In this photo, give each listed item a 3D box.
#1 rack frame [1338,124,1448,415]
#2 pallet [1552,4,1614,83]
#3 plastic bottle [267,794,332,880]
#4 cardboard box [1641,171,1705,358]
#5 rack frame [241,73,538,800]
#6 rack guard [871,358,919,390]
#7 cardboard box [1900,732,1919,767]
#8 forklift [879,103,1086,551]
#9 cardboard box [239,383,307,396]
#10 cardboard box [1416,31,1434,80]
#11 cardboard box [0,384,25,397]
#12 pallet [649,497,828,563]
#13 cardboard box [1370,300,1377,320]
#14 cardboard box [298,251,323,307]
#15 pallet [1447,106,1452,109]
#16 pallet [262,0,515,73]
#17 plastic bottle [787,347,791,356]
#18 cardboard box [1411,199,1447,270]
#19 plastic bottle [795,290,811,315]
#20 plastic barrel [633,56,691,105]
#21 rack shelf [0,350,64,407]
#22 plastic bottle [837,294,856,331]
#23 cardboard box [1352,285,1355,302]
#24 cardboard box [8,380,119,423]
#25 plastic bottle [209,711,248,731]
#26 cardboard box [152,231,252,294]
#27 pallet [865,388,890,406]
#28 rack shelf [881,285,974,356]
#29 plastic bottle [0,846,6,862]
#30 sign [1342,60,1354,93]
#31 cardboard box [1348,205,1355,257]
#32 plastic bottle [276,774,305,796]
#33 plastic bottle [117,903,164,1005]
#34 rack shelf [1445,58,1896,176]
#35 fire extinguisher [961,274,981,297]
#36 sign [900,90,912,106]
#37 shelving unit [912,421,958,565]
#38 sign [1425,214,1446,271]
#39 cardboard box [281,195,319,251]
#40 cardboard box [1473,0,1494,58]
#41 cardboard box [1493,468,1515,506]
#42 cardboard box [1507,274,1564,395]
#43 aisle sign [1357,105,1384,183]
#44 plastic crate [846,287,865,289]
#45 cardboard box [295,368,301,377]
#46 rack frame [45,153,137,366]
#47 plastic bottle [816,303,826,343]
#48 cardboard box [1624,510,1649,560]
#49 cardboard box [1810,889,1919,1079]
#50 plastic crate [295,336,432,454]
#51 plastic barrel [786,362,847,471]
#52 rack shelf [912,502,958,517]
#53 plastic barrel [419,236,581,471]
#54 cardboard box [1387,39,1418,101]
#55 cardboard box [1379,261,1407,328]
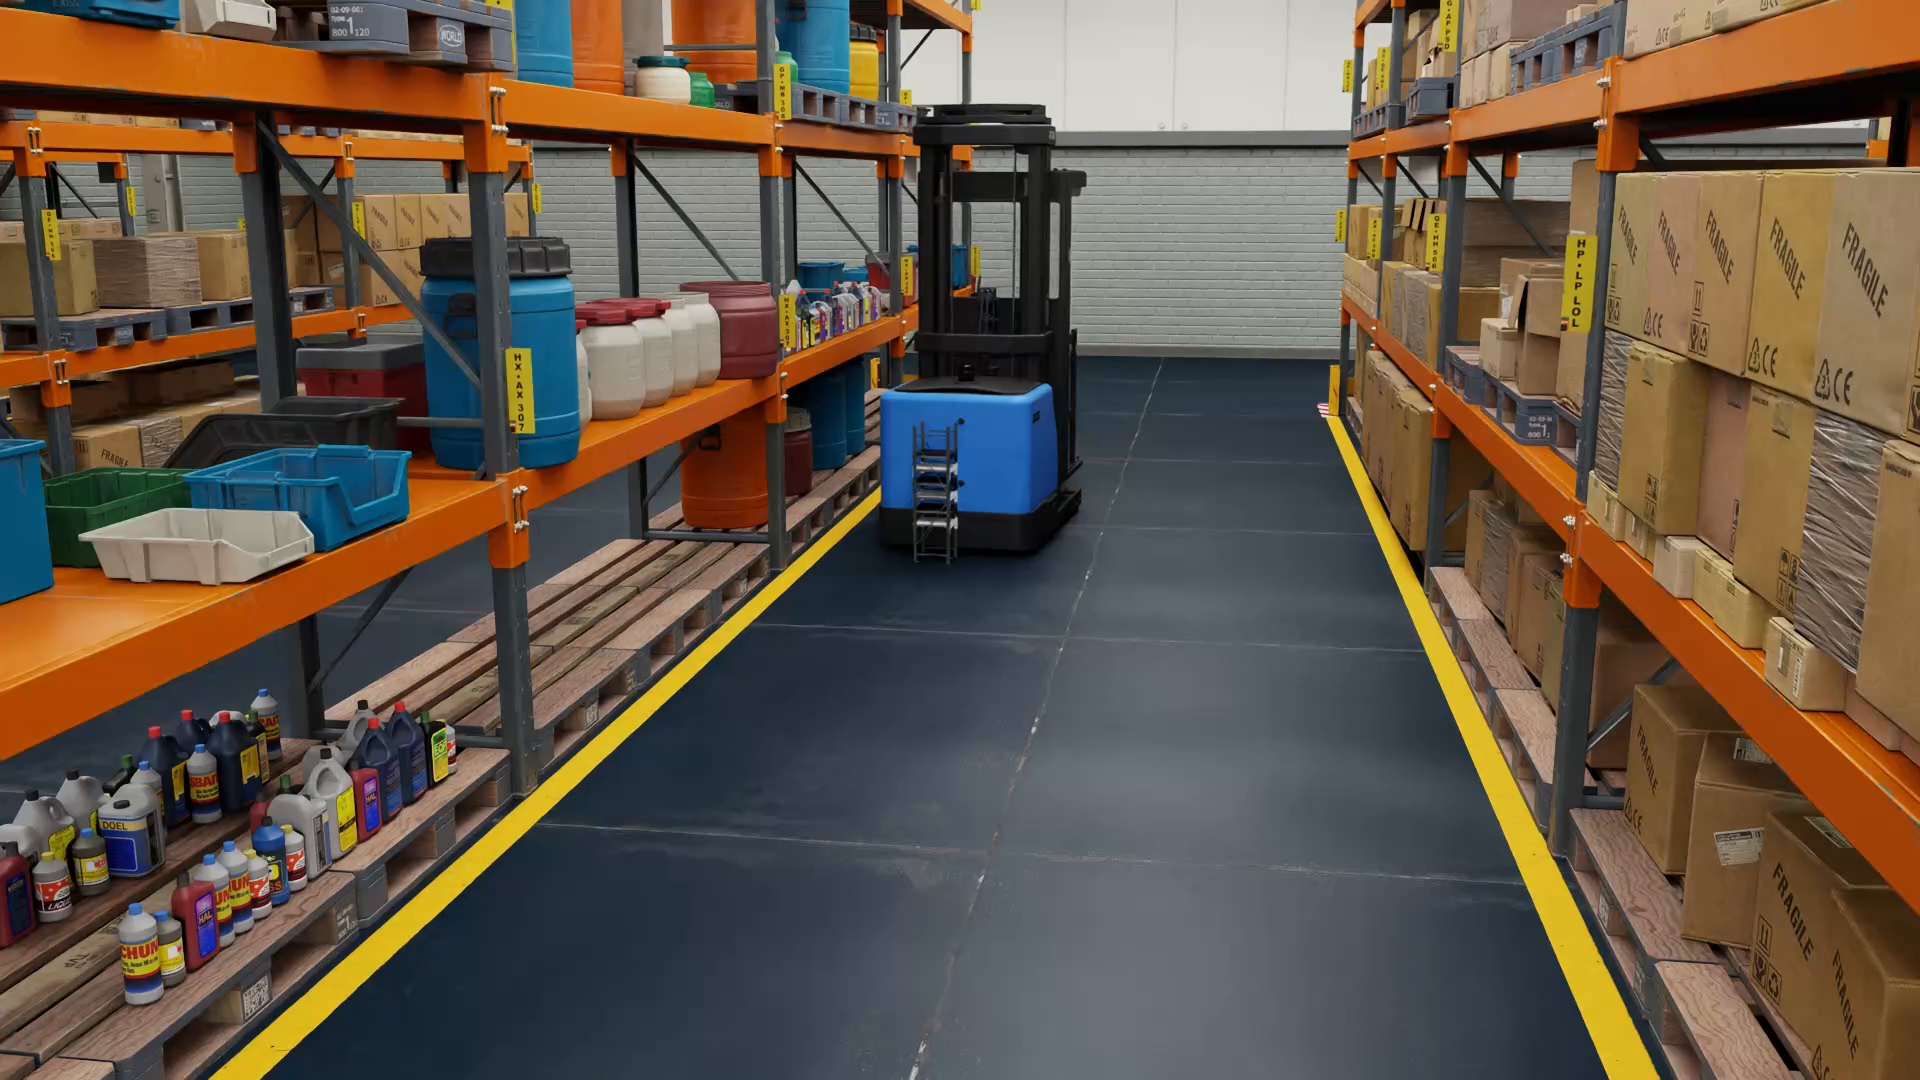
[{"bbox_3d":[4.515,-2.793,17.332,1.000,3.000,0.127,2,12,9],"label":"rack frame"},{"bbox_3d":[2.870,-1.794,6.025,1.213,0.211,1.003,2,12,9],"label":"pallet"},{"bbox_3d":[-2.147,0.945,5.407,0.152,0.276,0.135,2,12,10],"label":"plastic bottle"},{"bbox_3d":[2.274,-0.788,4.714,0.500,0.500,0.500,2,12,9],"label":"cardboard box"},{"bbox_3d":[-2.224,-0.455,6.486,1.000,3.000,0.127,2,12,9],"label":"rack frame"},{"bbox_3d":[-0.388,-1.737,18.365,1.175,0.500,0.348,2,12,9],"label":"rack guard"},{"bbox_3d":[2.054,0.387,3.175,0.380,0.149,0.250,2,12,9],"label":"cardboard box"},{"bbox_3d":[0.298,-1.626,12.082,1.130,2.935,3.031,3,12,13],"label":"forklift"},{"bbox_3d":[-5.765,-1.060,14.182,0.500,0.500,0.500,2,12,9],"label":"cardboard box"},{"bbox_3d":[3.821,-3.560,12.536,0.700,0.500,0.500,2,12,10],"label":"cardboard box"},{"bbox_3d":[-10.405,-1.788,17.609,0.700,0.500,0.500,2,12,10],"label":"cardboard box"},{"bbox_3d":[-1.529,-0.090,11.411,1.003,0.211,1.213,2,12,9],"label":"pallet"},{"bbox_3d":[3.623,-1.911,13.839,0.380,0.149,0.250,2,12,9],"label":"cardboard box"},{"bbox_3d":[-6.065,-2.443,15.472,0.500,0.500,0.500,2,12,10],"label":"cardboard box"},{"bbox_3d":[3.808,-3.140,12.280,0.805,0.209,1.217,1,12,6],"label":"pallet"},{"bbox_3d":[-2.239,-1.676,5.478,1.213,0.211,1.003,2,12,9],"label":"pallet"},{"bbox_3d":[-1.163,-1.314,10.942,0.097,0.201,0.097,0,12,0],"label":"plastic bottle"},{"bbox_3d":[3.693,-2.224,12.073,0.797,0.503,0.637,2,12,9],"label":"cardboard box"},{"bbox_3d":[-1.152,-1.642,12.110,0.144,0.351,0.185,2,12,9],"label":"plastic bottle"},{"bbox_3d":[-1.574,-2.414,8.784,0.301,0.262,0.301,0,12,0],"label":"plastic barrel"},{"bbox_3d":[-6.811,-0.681,9.242,1.077,0.370,4.000,2,12,9],"label":"rack shelf"},{"bbox_3d":[-0.890,-1.758,12.827,0.152,0.276,0.135,2,12,9],"label":"plastic bottle"},{"bbox_3d":[3.939,-2.339,15.823,0.380,0.149,0.250,2,12,8],"label":"cardboard box"},{"bbox_3d":[-6.587,-1.023,12.229,0.500,0.250,0.500,2,12,11],"label":"cardboard box"},{"bbox_3d":[-2.729,0.782,6.168,0.152,0.276,0.135,2,12,11],"label":"plastic bottle"},{"bbox_3d":[-6.225,-2.299,13.809,0.700,0.500,0.500,4,13,18],"label":"cardboard box"},{"bbox_3d":[-0.544,-1.420,17.580,1.003,0.211,1.213,2,12,9],"label":"pallet"},{"bbox_3d":[-0.686,-2.185,16.221,1.077,0.370,4.000,2,12,9],"label":"rack shelf"},{"bbox_3d":[-2.924,1.046,4.942,0.152,0.276,0.135,2,12,9],"label":"plastic bottle"},{"bbox_3d":[3.968,-4.744,17.005,0.100,0.325,0.005,2,12,9],"label":"sign"},{"bbox_3d":[4.098,-3.036,16.332,0.500,0.500,0.500,2,12,7],"label":"cardboard box"},{"bbox_3d":[-2.223,0.910,5.553,0.061,0.283,0.133,2,12,9],"label":"plastic bottle"},{"bbox_3d":[-2.253,1.129,4.567,0.097,0.271,0.097,0,12,0],"label":"plastic bottle"},{"bbox_3d":[2.977,-1.826,7.433,1.077,0.370,4.000,2,12,9],"label":"rack shelf"},{"bbox_3d":[0.093,-2.750,18.202,0.296,0.674,0.183,2,12,9],"label":"fire extinguisher"},{"bbox_3d":[-0.451,-3.573,13.812,0.100,0.325,0.005,2,12,9],"label":"sign"},{"bbox_3d":[-0.159,-0.304,10.769,0.258,0.900,0.210,3,12,13],"label":"shelving unit"},{"bbox_3d":[2.736,-1.711,9.563,0.100,0.325,0.005,2,12,9],"label":"sign"},{"bbox_3d":[-6.066,-2.933,15.373,0.500,0.500,0.500,2,12,9],"label":"cardboard box"},{"bbox_3d":[2.877,-2.692,8.321,0.500,0.500,0.500,2,12,9],"label":"cardboard box"},{"bbox_3d":[3.211,-0.347,9.091,0.500,0.250,0.500,2,12,11],"label":"cardboard box"},{"bbox_3d":[2.845,-0.914,7.374,0.797,0.503,0.637,3,13,14],"label":"cardboard box"},{"bbox_3d":[4.230,-4.088,17.173,0.394,0.787,0.004,2,12,9],"label":"aisle sign"},{"bbox_3d":[-1.087,-2.257,15.357,0.437,0.125,0.590,2,12,9],"label":"plastic crate"},{"bbox_3d":[-6.081,-1.403,15.771,0.500,0.500,0.500,2,12,9],"label":"cardboard box"},{"bbox_3d":[-10.168,-3.274,19.566,1.000,3.000,0.127,2,12,9],"label":"rack frame"},{"bbox_3d":[-1.000,-1.550,11.840,0.061,0.283,0.133,2,12,9],"label":"plastic bottle"},{"bbox_3d":[2.277,-0.032,5.120,0.380,0.149,0.250,2,12,9],"label":"cardboard box"},{"bbox_3d":[2.340,1.170,3.881,0.500,0.500,0.500,3,13,14],"label":"cardboard box"},{"bbox_3d":[-2.452,-0.597,6.993,0.402,0.464,0.583,2,12,9],"label":"plastic crate"},{"bbox_3d":[-1.203,-1.040,13.183,0.600,0.901,0.708,2,12,9],"label":"plastic barrel"},{"bbox_3d":[-0.159,-0.184,10.795,0.258,0.077,0.200,3,12,13],"label":"rack shelf"},{"bbox_3d":[-1.866,-0.771,6.760,0.600,0.901,0.708,2,12,9],"label":"plastic barrel"},{"bbox_3d":[3.961,-3.894,13.852,0.700,0.500,0.500,1,12,5],"label":"cardboard box"},{"bbox_3d":[3.582,-1.921,13.051,0.500,0.500,0.500,2,12,9],"label":"cardboard box"}]
